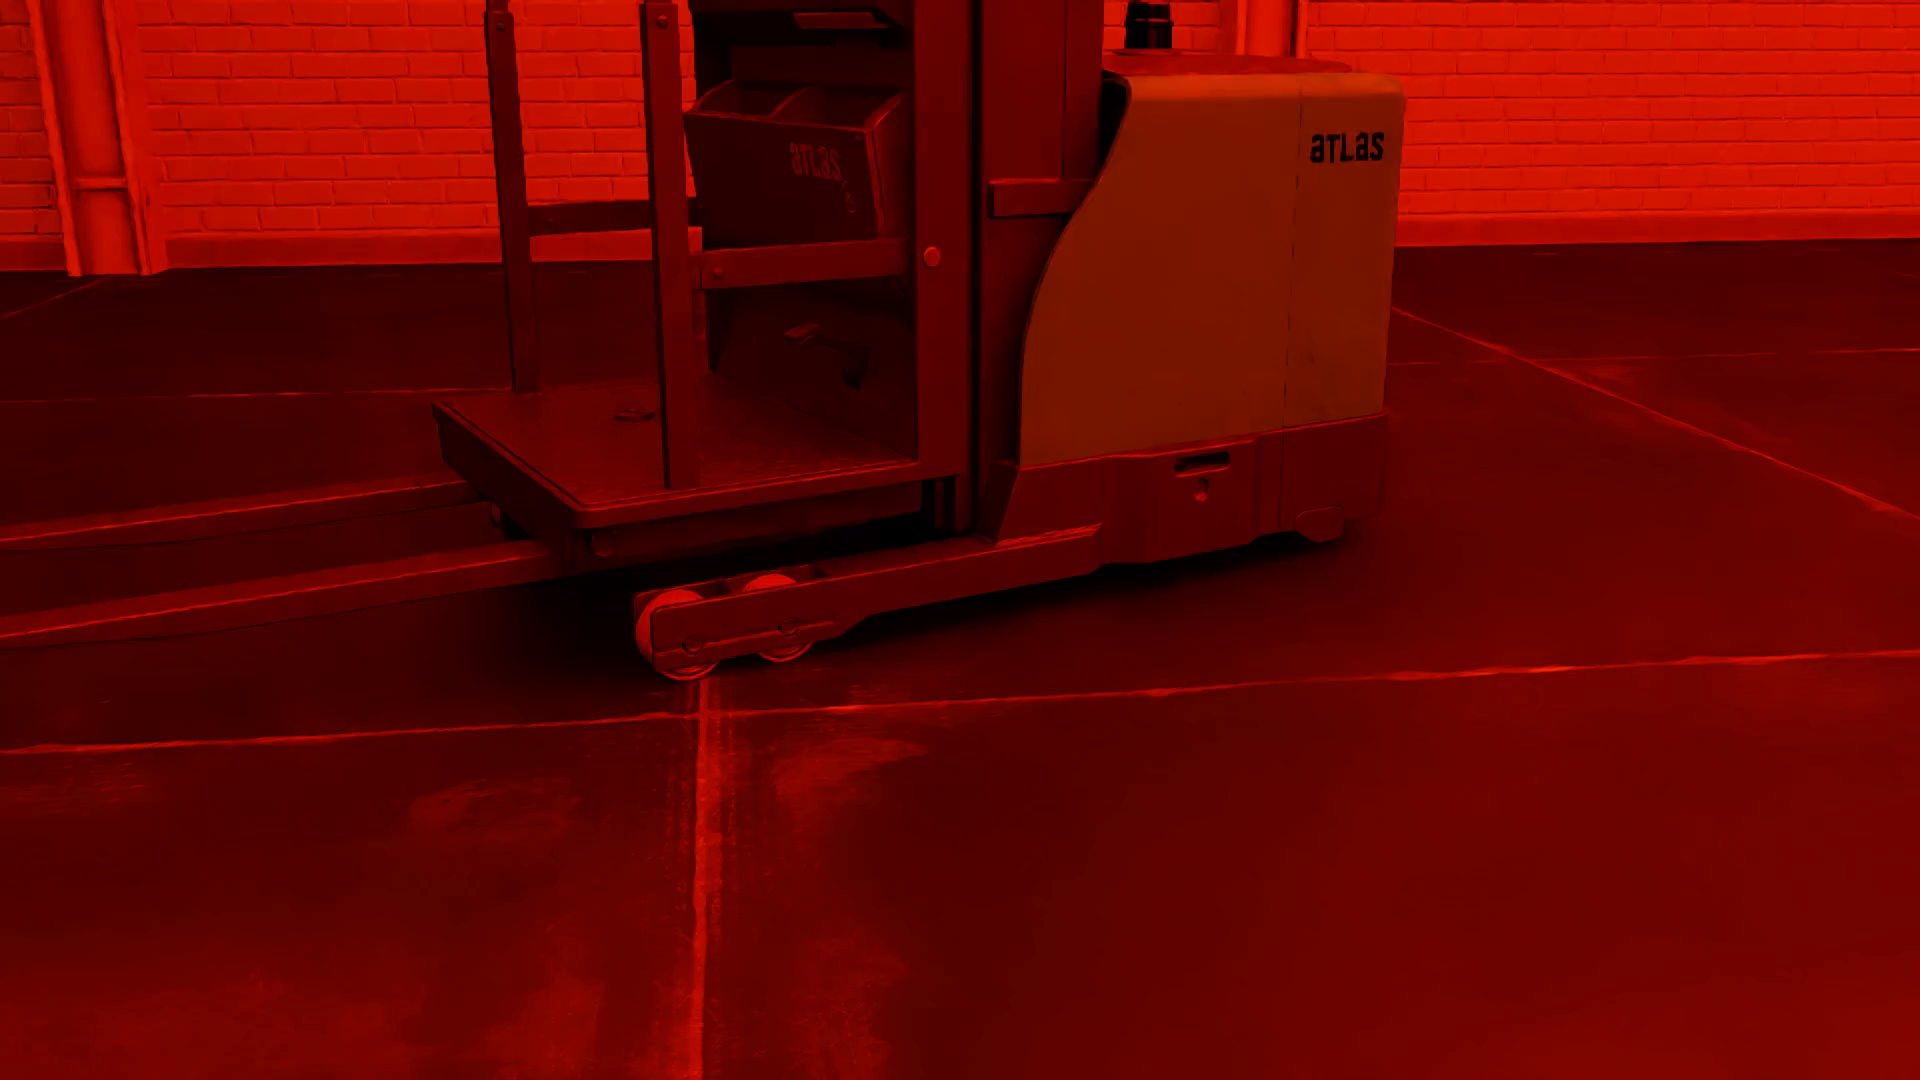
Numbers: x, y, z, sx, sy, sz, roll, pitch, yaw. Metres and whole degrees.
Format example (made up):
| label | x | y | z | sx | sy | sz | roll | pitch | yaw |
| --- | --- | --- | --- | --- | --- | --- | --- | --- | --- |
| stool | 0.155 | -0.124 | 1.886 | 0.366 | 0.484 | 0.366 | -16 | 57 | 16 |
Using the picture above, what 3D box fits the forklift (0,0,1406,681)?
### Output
| label | x | y | z | sx | sy | sz | roll | pitch | yaw |
| --- | --- | --- | --- | --- | --- | --- | --- | --- | --- |
| forklift | -0.526 | -1.315 | 3.251 | 3.031 | 2.935 | 1.130 | -10 | 19 | -29 |
